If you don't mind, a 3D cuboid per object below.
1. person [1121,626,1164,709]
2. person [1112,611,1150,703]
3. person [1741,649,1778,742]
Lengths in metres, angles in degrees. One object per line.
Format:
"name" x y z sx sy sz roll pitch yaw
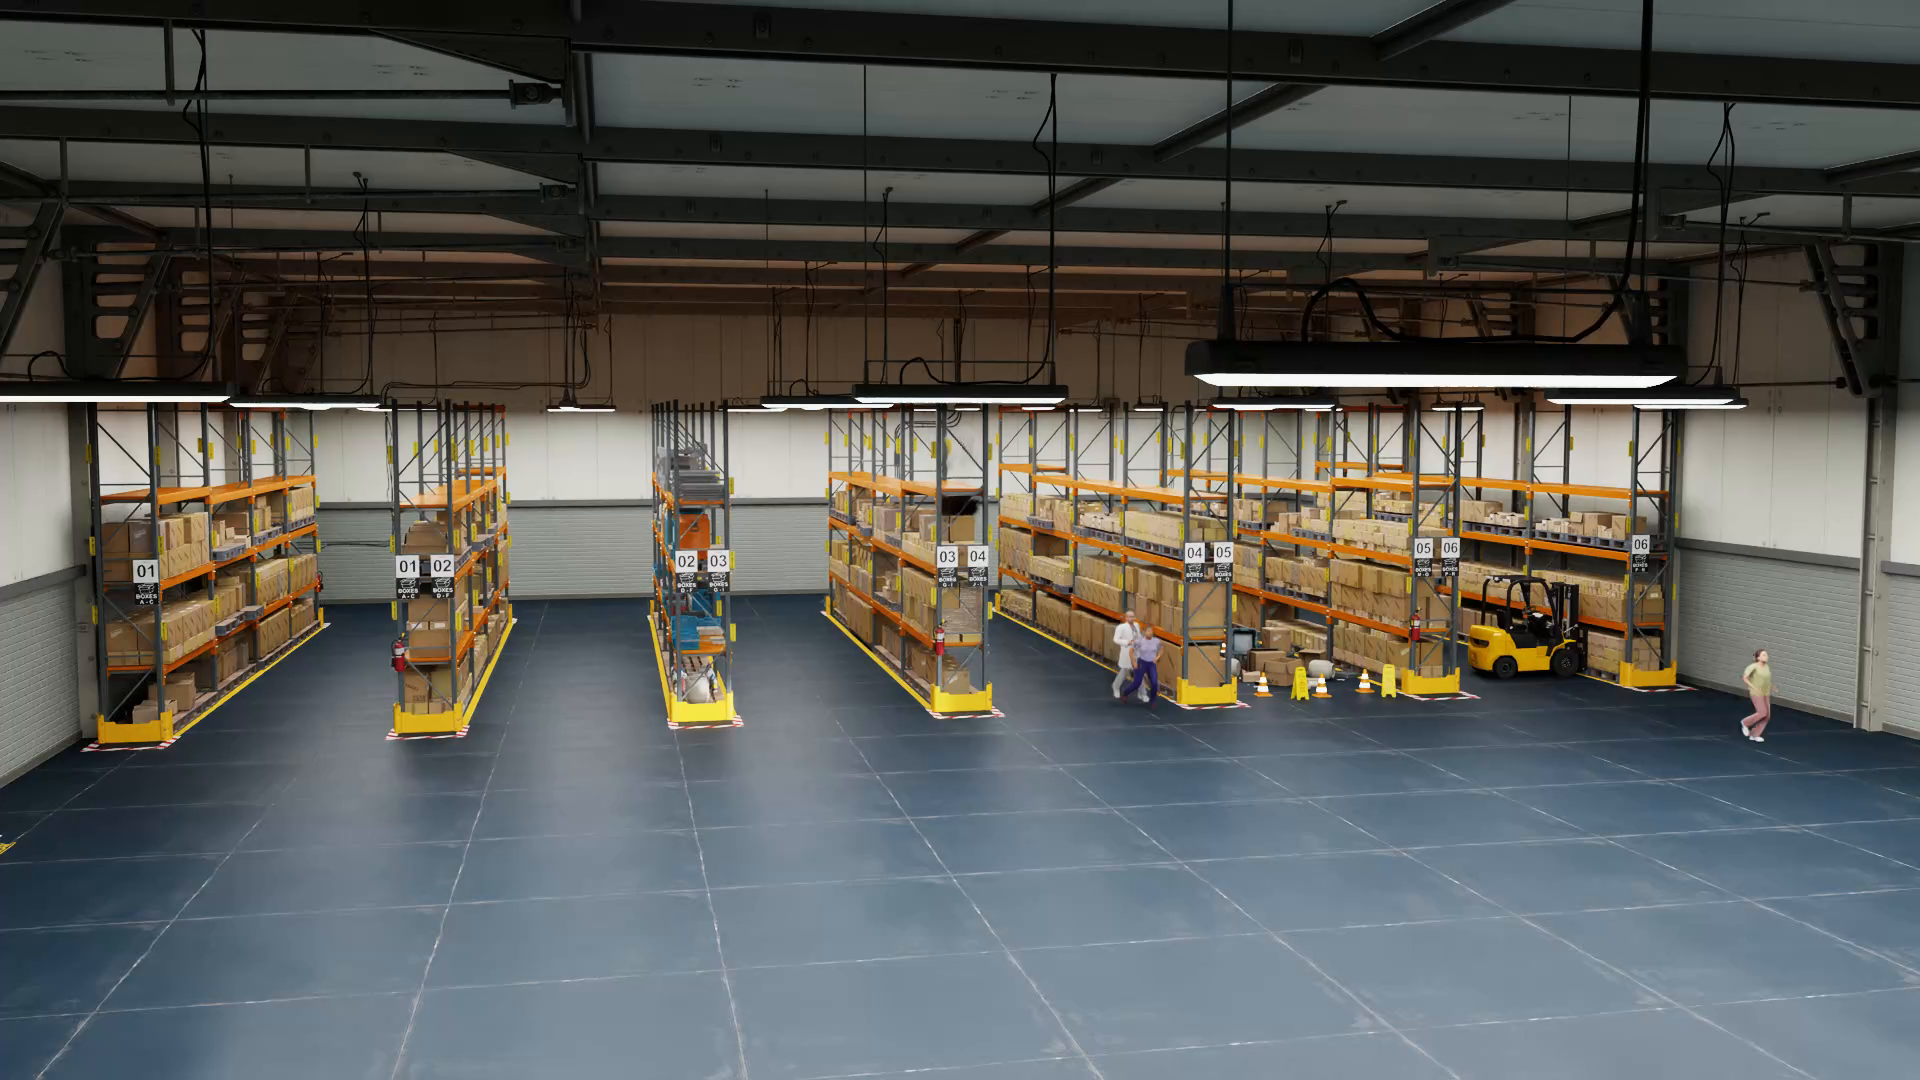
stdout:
"person" 3.608 2.498 32.610 0.820 1.649 0.612 -1 4 -15
"person" 3.384 2.296 33.110 0.752 1.779 1.049 -2 5 -25
"person" 14.004 2.715 29.136 0.565 1.616 0.534 -2 5 -23
